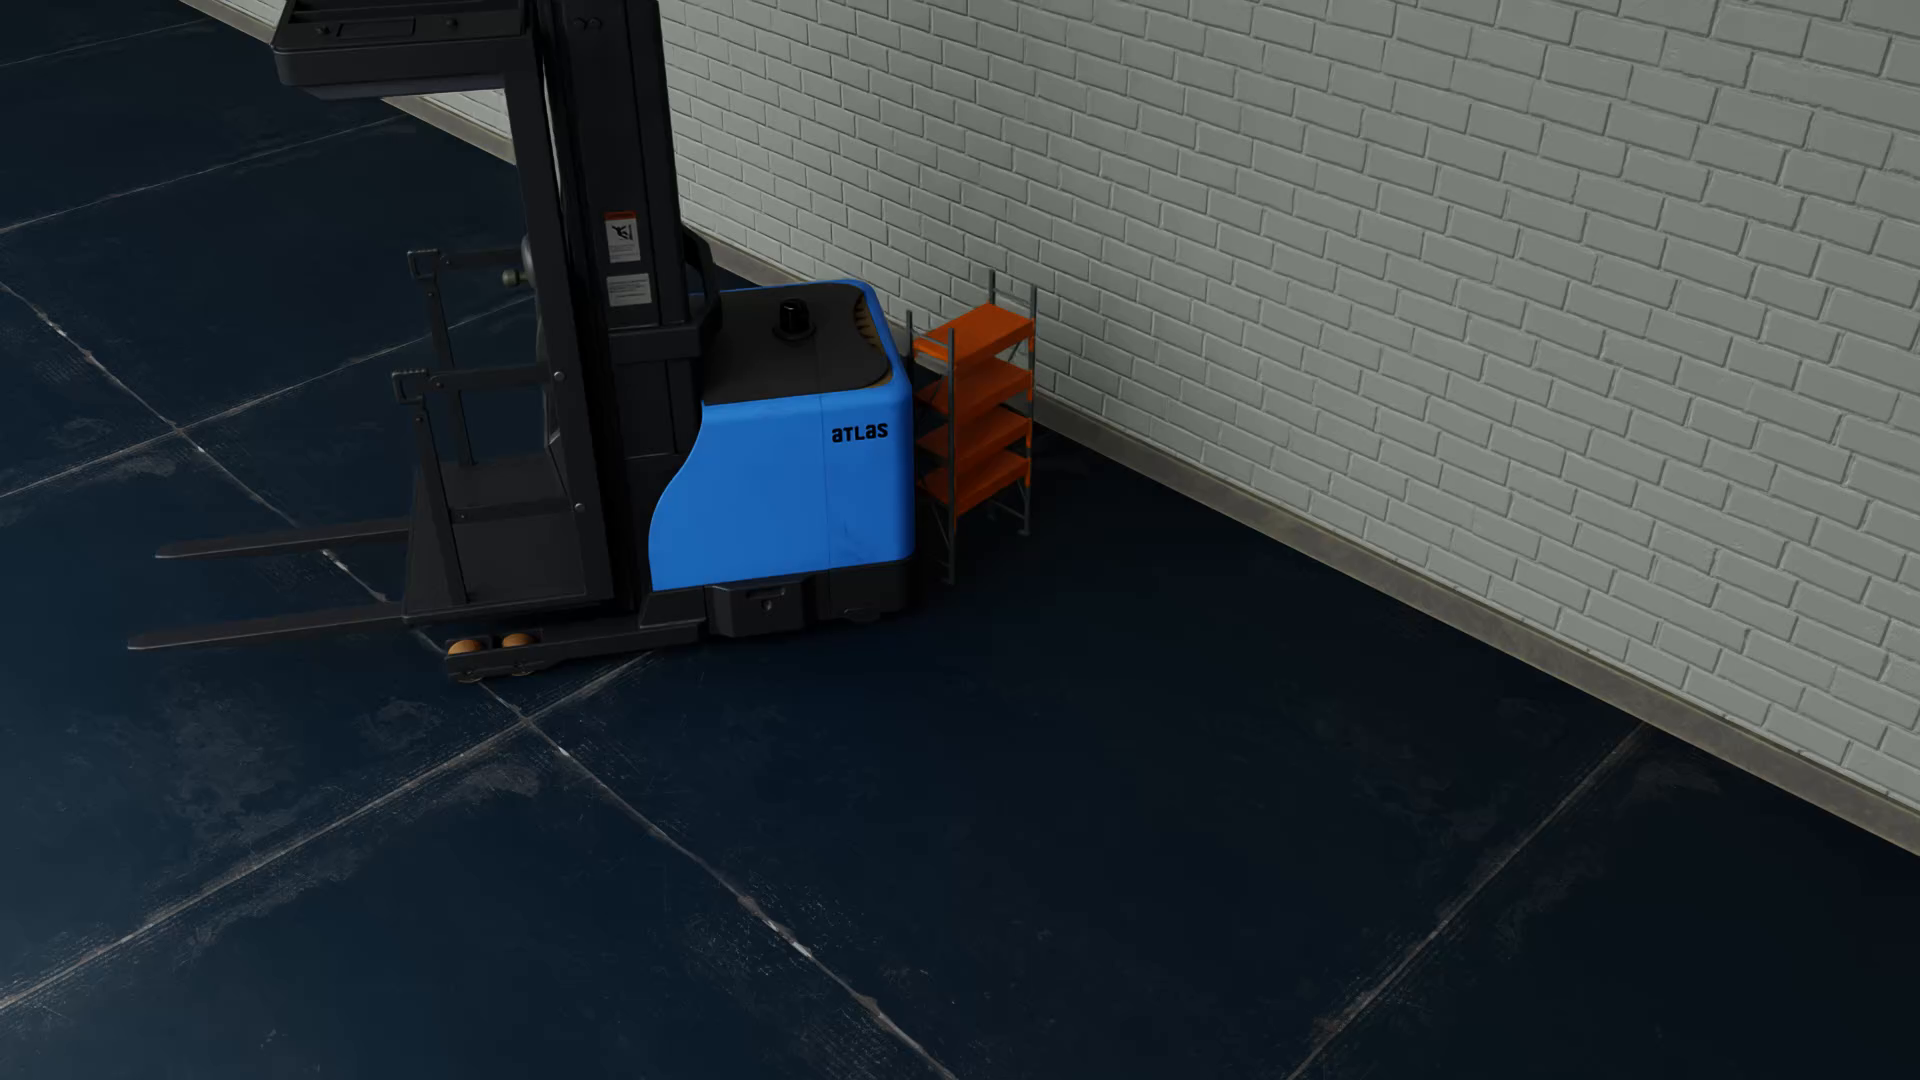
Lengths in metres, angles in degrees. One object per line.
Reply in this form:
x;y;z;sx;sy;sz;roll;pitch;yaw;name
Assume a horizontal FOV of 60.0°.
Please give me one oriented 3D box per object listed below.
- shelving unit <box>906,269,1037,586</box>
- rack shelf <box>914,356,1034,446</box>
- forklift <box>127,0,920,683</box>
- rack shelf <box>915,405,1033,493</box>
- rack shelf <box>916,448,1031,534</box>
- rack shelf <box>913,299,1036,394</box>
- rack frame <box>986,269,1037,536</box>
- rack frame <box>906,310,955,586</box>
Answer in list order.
0.048;-0.453;6.851;0.258;1.200;0.503;27;43;33;shelving unit
0.048;-0.581;6.761;0.258;0.148;0.480;27;43;33;rack shelf
-1.736;-0.980;6.093;3.031;2.935;1.130;-7;36;-10;forklift
0.048;-0.398;6.889;0.258;0.148;0.480;27;43;33;rack shelf
0.048;-0.235;7.003;0.258;0.148;0.480;27;43;33;rack shelf
0.048;-0.775;6.626;0.258;0.148;0.480;27;43;33;rack shelf
0.212;-0.557;7.000;0.240;1.200;0.015;27;43;33;rack frame
-0.115;-0.349;6.702;0.240;1.200;0.015;27;43;33;rack frame
